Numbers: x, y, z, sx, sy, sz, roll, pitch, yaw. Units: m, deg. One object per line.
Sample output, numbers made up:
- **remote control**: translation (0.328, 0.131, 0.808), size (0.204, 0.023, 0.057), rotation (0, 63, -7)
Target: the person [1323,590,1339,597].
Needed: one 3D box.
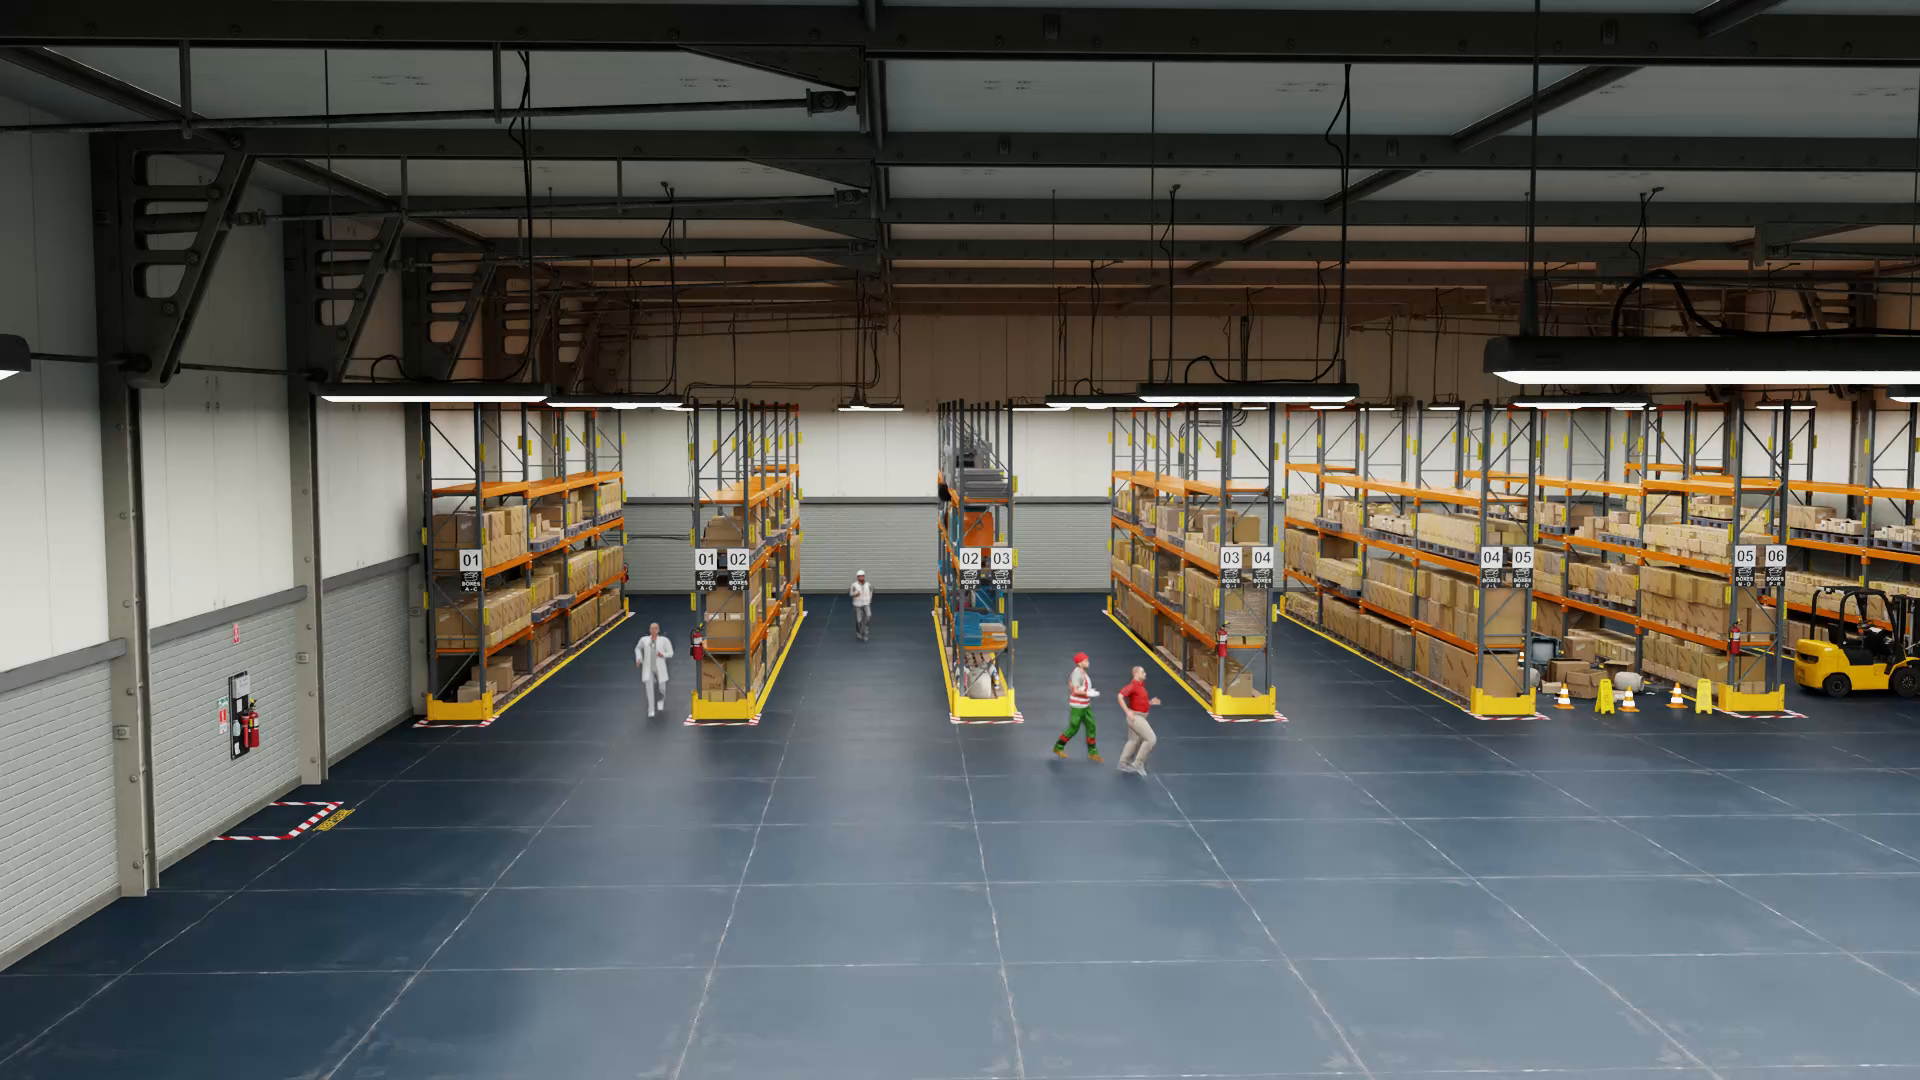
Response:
- **person**: translation (11.032, 1.169, 49.019), size (0.936, 1.706, 0.583), rotation (0, 4, -1)

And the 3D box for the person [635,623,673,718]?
- **person**: translation (-5.803, 2.457, 31.498), size (0.735, 1.757, 0.984), rotation (-1, 4, -7)

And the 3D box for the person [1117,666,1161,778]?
- **person**: translation (2.832, 2.874, 26.323), size (0.694, 1.756, 0.646), rotation (1, 4, 12)

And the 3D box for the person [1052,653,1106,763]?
- **person**: translation (1.947, 2.750, 27.288), size (0.892, 1.812, 0.640), rotation (2, 5, 21)

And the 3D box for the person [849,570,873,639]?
- **person**: translation (-2.464, 1.634, 41.803), size (0.637, 1.743, 0.741), rotation (-1, 4, -11)
